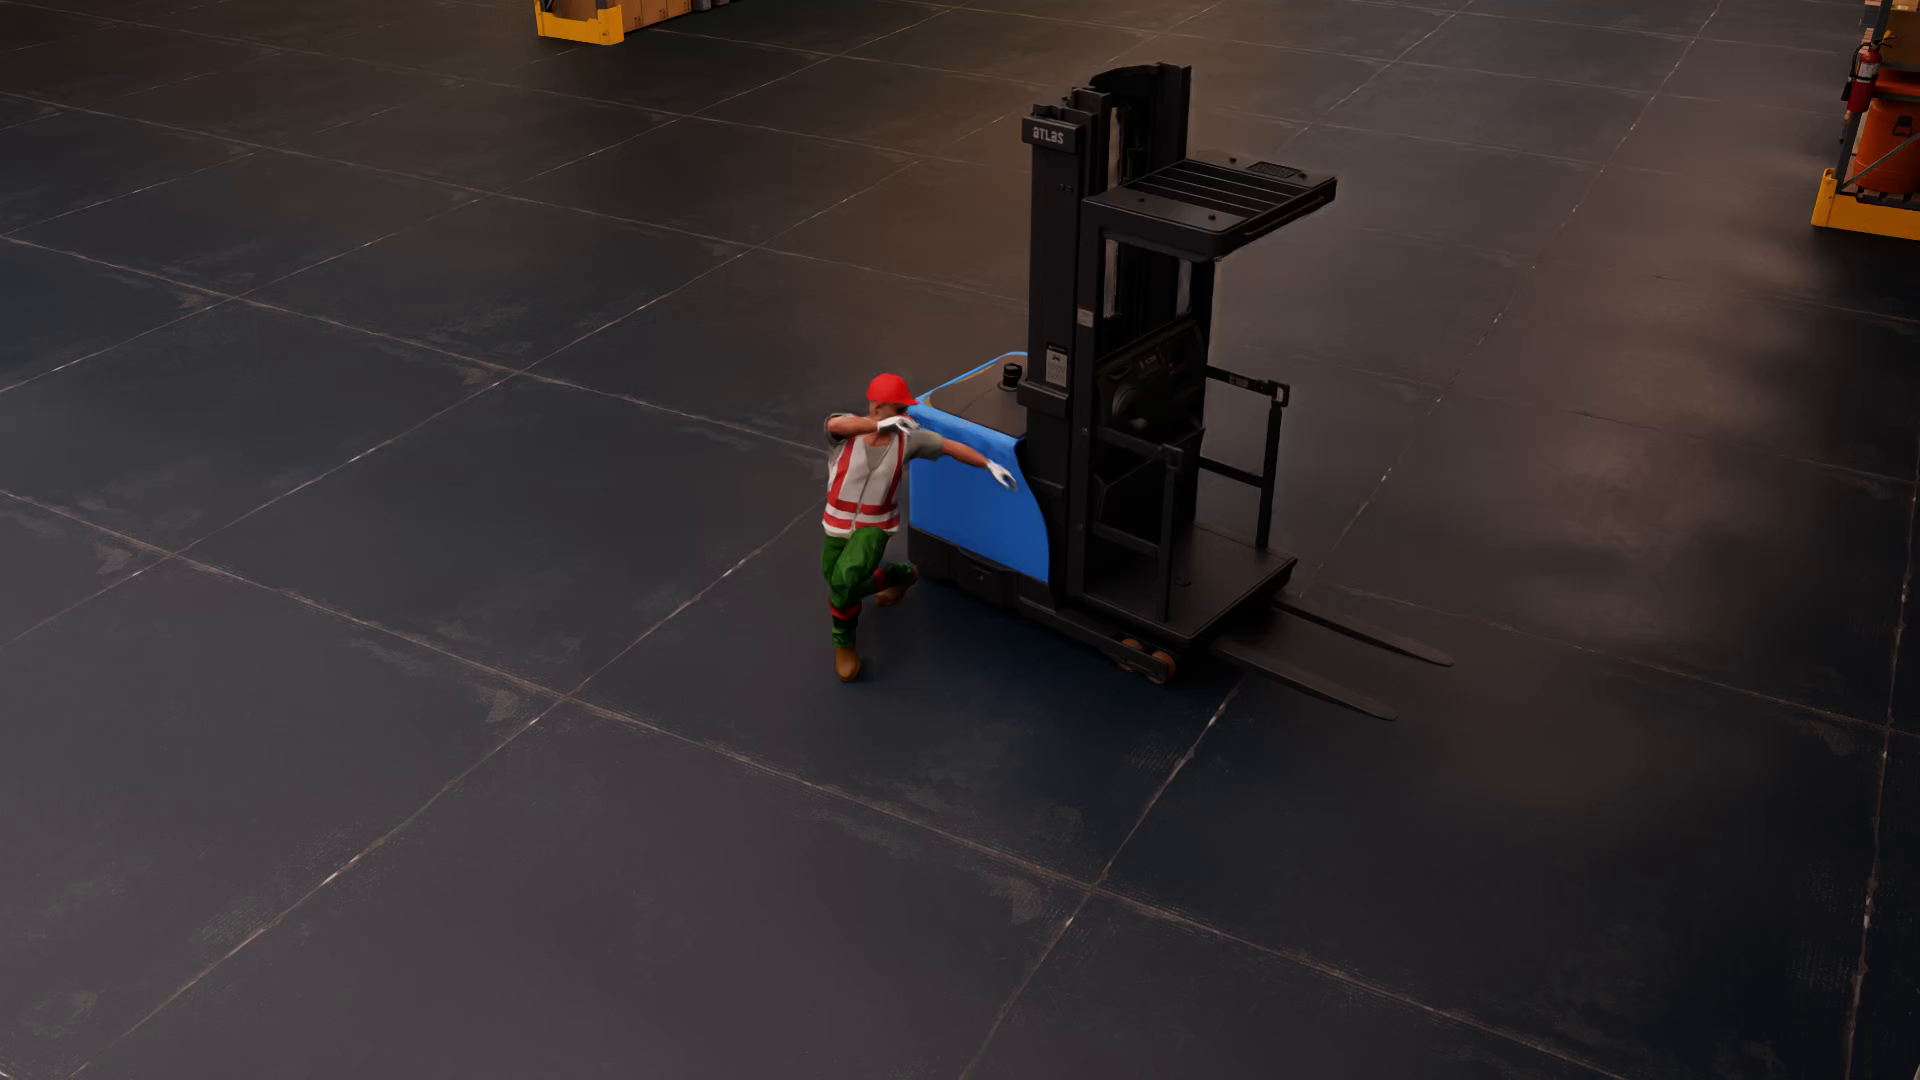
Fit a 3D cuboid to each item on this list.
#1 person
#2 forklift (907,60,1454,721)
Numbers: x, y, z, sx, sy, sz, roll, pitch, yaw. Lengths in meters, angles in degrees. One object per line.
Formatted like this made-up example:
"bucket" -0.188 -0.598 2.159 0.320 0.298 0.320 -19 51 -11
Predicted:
"person" -0.260 -0.096 8.680 0.995 1.468 0.977 7 31 12
"forklift" 1.151 -0.816 8.485 3.031 2.935 1.130 23 37 34
